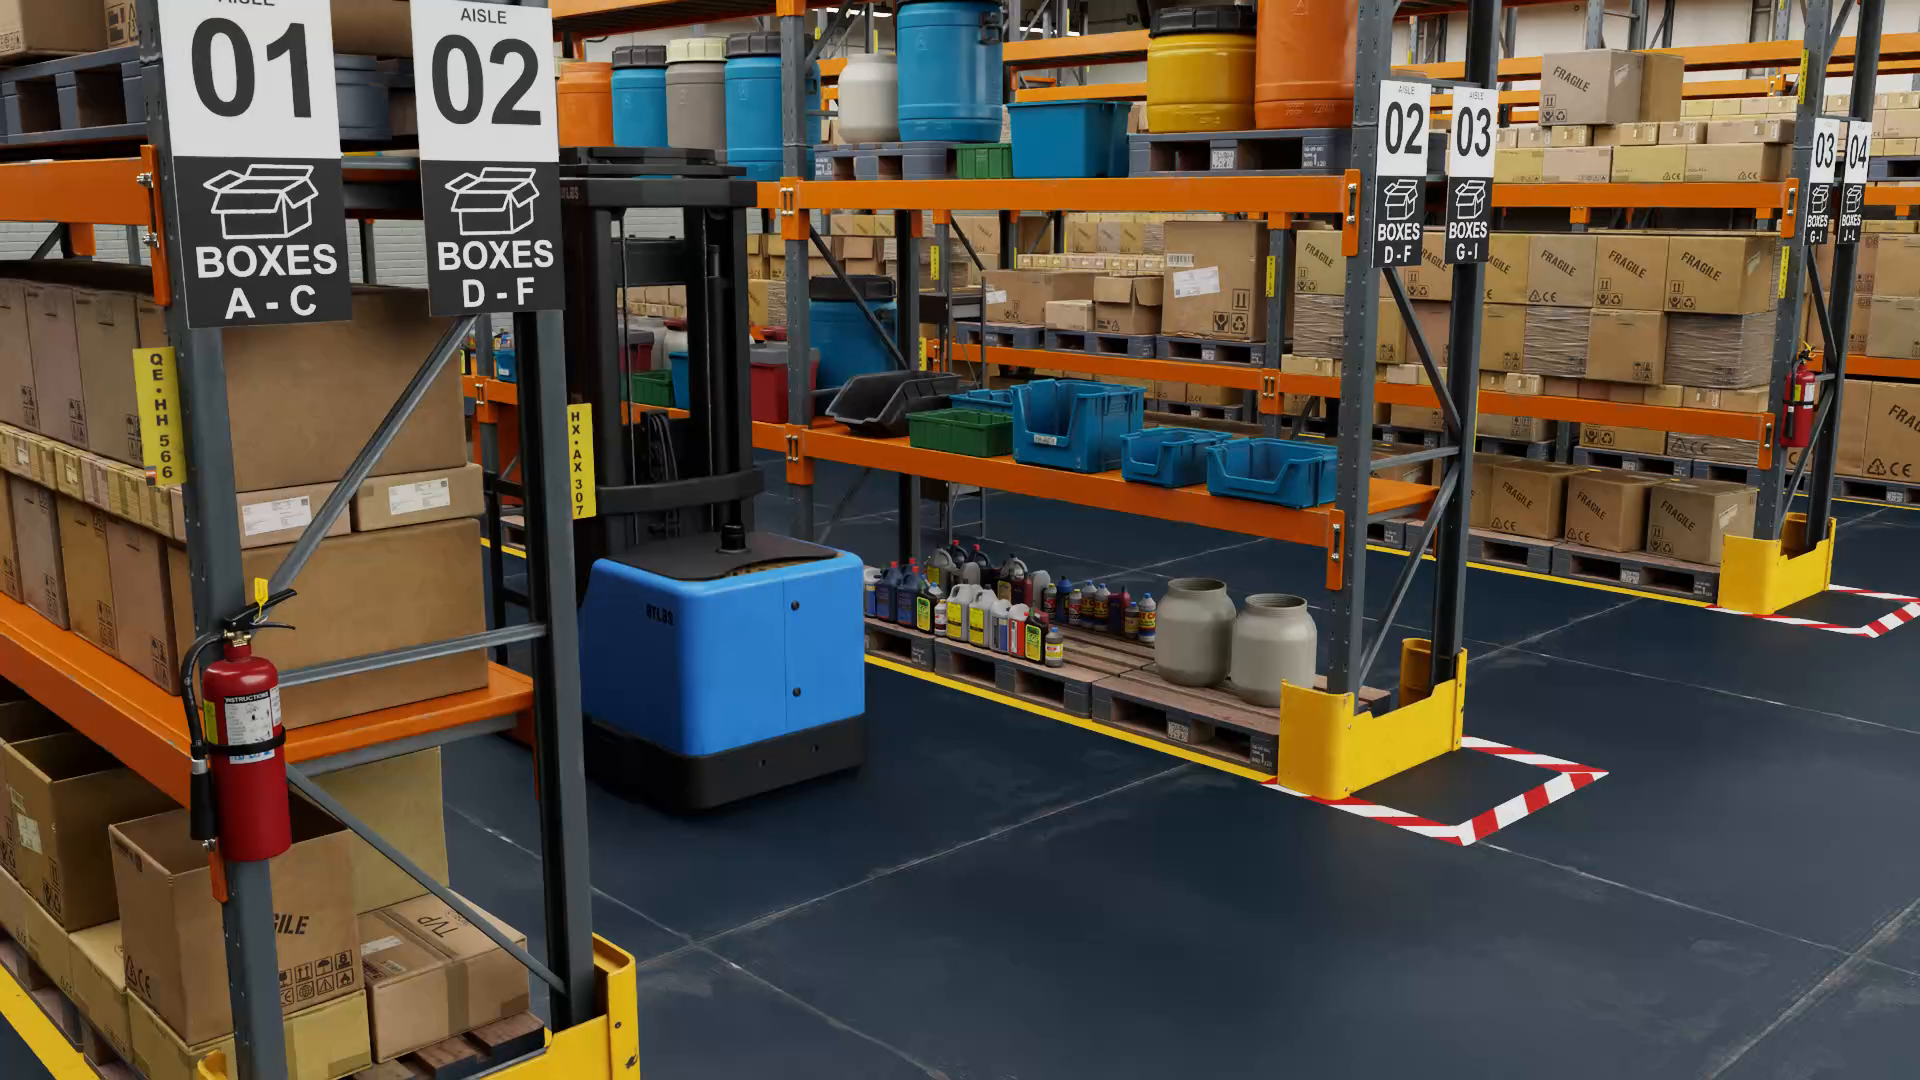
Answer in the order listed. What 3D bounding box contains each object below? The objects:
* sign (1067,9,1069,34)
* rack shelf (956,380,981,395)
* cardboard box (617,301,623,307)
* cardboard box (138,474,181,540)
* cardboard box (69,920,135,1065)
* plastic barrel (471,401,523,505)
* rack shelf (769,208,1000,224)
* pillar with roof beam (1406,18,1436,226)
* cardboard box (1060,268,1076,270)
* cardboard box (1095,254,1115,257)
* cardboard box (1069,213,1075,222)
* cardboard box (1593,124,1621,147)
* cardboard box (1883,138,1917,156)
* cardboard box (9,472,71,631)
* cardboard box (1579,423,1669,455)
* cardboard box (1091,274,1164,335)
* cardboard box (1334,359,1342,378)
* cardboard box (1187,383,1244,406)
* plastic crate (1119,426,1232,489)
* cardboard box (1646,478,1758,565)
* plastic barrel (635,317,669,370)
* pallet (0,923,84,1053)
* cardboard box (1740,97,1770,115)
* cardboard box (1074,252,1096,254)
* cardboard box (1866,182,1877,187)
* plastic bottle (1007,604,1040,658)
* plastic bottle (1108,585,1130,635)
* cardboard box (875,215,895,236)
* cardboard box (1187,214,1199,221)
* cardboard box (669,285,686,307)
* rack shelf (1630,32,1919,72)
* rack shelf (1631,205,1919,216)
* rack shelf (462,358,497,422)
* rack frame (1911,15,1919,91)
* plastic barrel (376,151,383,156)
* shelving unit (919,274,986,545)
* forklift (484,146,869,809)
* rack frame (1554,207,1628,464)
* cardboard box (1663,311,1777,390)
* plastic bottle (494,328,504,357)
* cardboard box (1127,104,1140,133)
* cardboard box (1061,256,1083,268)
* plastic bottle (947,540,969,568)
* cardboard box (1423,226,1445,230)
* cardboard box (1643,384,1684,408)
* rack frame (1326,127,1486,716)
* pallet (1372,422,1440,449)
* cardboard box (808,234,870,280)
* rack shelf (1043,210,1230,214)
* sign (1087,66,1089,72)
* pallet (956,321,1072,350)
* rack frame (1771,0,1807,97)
[{"bbox_3d":[1.446,-7.042,22.582,0.100,0.325,0.005,-11,16,-43],"label":"sign"},{"bbox_3d":[-0.114,-1.039,13.320,0.431,0.518,0.480,-11,16,-43],"label":"rack shelf"},{"bbox_3d":[-4.119,-2.914,20.746,0.380,0.149,0.250,-11,16,-42],"label":"cardboard box"},{"bbox_3d":[-2.072,-0.116,4.688,0.380,0.149,0.250,-10,16,-41],"label":"cardboard box"},{"bbox_3d":[-2.427,1.350,5.198,0.500,0.250,0.500,-11,16,-43],"label":"cardboard box"},{"bbox_3d":[-3.779,-0.752,13.963,0.600,0.830,0.708,-11,16,-43],"label":"plastic barrel"},{"bbox_3d":[-1.227,-3.639,17.988,1.077,0.370,4.000,-11,16,-43],"label":"rack shelf"},{"bbox_3d":[5.204,-7.453,27.284,9.100,9.000,0.548,-11,16,-43],"label":"pillar with roof beam"},{"bbox_3d":[1.527,-3.484,21.733,0.250,0.149,0.380,11,16,43],"label":"cardboard box"},{"bbox_3d":[2.012,-3.717,22.129,0.380,0.149,0.250,-11,16,-43],"label":"cardboard box"},{"bbox_3d":[2.074,-5.516,28.419,0.380,0.149,0.250,-10,16,-41],"label":"cardboard box"},{"bbox_3d":[4.627,-2.816,11.597,0.380,0.149,0.250,-11,16,-42],"label":"cardboard box"},{"bbox_3d":[8.335,-3.452,14.634,0.380,0.149,0.250,-11,16,-42],"label":"cardboard box"},{"bbox_3d":[-2.873,-0.027,5.861,0.700,0.500,0.500,-10,15,-41],"label":"cardboard box"},{"bbox_3d":[6.957,-1.386,16.931,0.875,0.875,0.875,-11,16,-42],"label":"cardboard box"},{"bbox_3d":[1.652,-2.143,15.081,0.797,0.503,0.637,-9,15,-37],"label":"cardboard box"},{"bbox_3d":[3.203,-1.379,13.294,0.380,0.149,0.250,-11,16,-43],"label":"cardboard box"},{"bbox_3d":[3.167,-1.947,20.584,0.500,0.500,0.500,-11,16,-43],"label":"cardboard box"},{"bbox_3d":[1.090,-0.426,8.416,0.499,0.251,0.408,-11,16,-43],"label":"plastic crate"},{"bbox_3d":[5.259,-0.137,11.798,0.500,0.500,0.500,-7,14,-32],"label":"cardboard box"},{"bbox_3d":[-2.273,-1.413,12.558,0.421,0.512,0.421,0,12,0],"label":"plastic barrel"},{"bbox_3d":[-2.886,1.399,6.096,1.003,0.211,1.213,-11,16,-43],"label":"pallet"},{"bbox_3d":[7.459,-4.028,15.453,0.380,0.149,0.250,-11,16,-43],"label":"cardboard box"},{"bbox_3d":[2.290,-4.647,28.288,0.500,0.500,0.500,-11,16,-43],"label":"cardboard box"},{"bbox_3d":[10.657,-4.185,19.479,0.380,0.149,0.250,-10,15,-41],"label":"cardboard box"},{"bbox_3d":[0.357,0.499,9.217,0.152,0.276,0.135,-11,16,-42],"label":"plastic bottle"},{"bbox_3d":[0.926,0.399,9.682,0.061,0.283,0.133,-11,16,-42],"label":"plastic bottle"},{"bbox_3d":[-0.900,-4.504,24.377,0.500,0.500,0.500,-11,16,-44],"label":"cardboard box"},{"bbox_3d":[3.847,-5.143,26.608,0.380,0.149,0.250,-11,16,-42],"label":"cardboard box"},{"bbox_3d":[-3.103,-2.914,19.756,0.500,0.250,0.500,-11,16,-44],"label":"cardboard box"},{"bbox_3d":[7.954,-4.421,15.342,1.077,0.370,4.000,-11,16,-43],"label":"rack shelf"},{"bbox_3d":[12.290,-5.128,25.218,1.077,0.370,4.000,-11,16,-43],"label":"rack shelf"},{"bbox_3d":[-4.810,-1.479,14.941,1.077,0.370,4.000,-11,16,-43],"label":"rack shelf"},{"bbox_3d":[13.671,-6.658,23.426,1.000,3.000,0.127,-11,16,-43],"label":"rack frame"},{"bbox_3d":[-4.901,-3.816,14.784,0.600,0.901,0.708,-11,16,-43],"label":"plastic barrel"},{"bbox_3d":[-0.114,-1.053,13.317,0.431,2.100,0.503,-11,16,-43],"label":"shelving unit"},{"bbox_3d":[-1.799,-0.470,8.430,1.130,2.935,3.031,-10,16,-41],"label":"forklift"},{"bbox_3d":[6.573,-2.323,17.251,1.000,3.000,0.127,-11,16,-43],"label":"rack frame"},{"bbox_3d":[5.319,-1.341,11.503,0.875,0.500,0.500,-11,16,-43],"label":"cardboard box"},{"bbox_3d":[-4.032,-1.718,14.606,0.061,0.283,0.133,-11,16,-43],"label":"plastic bottle"},{"bbox_3d":[1.357,-3.810,15.553,0.500,0.500,0.500,-11,16,-42],"label":"cardboard box"},{"bbox_3d":[1.531,-3.628,21.696,0.380,0.149,0.250,-11,16,-43],"label":"cardboard box"},{"bbox_3d":[-0.013,0.180,10.580,0.185,0.351,0.144,11,16,44],"label":"plastic bottle"},{"bbox_3d":[6.775,-4.189,23.583,0.500,0.500,0.500,11,16,44],"label":"cardboard box"},{"bbox_3d":[4.950,-1.018,11.542,0.380,0.149,0.250,-11,16,-43],"label":"cardboard box"},{"bbox_3d":[2.096,-0.372,7.785,1.000,3.000,0.127,-11,16,-43],"label":"rack frame"},{"bbox_3d":[5.139,-1.237,18.893,1.003,0.211,1.213,-11,16,-43],"label":"pallet"},{"bbox_3d":[-1.255,-3.072,18.153,0.797,0.503,0.637,-10,15,-41],"label":"cardboard box"},{"bbox_3d":[3.178,-5.603,27.525,1.077,0.370,4.000,-11,16,-43],"label":"rack shelf"},{"bbox_3d":[2.199,-8.287,28.821,0.100,0.325,0.005,-11,16,-43],"label":"sign"},{"bbox_3d":[0.723,-2.047,16.388,1.213,0.211,1.003,-11,16,-43],"label":"pallet"},{"bbox_3d":[10.084,-5.965,20.066,1.000,3.000,0.127,-11,16,-43],"label":"rack frame"}]
